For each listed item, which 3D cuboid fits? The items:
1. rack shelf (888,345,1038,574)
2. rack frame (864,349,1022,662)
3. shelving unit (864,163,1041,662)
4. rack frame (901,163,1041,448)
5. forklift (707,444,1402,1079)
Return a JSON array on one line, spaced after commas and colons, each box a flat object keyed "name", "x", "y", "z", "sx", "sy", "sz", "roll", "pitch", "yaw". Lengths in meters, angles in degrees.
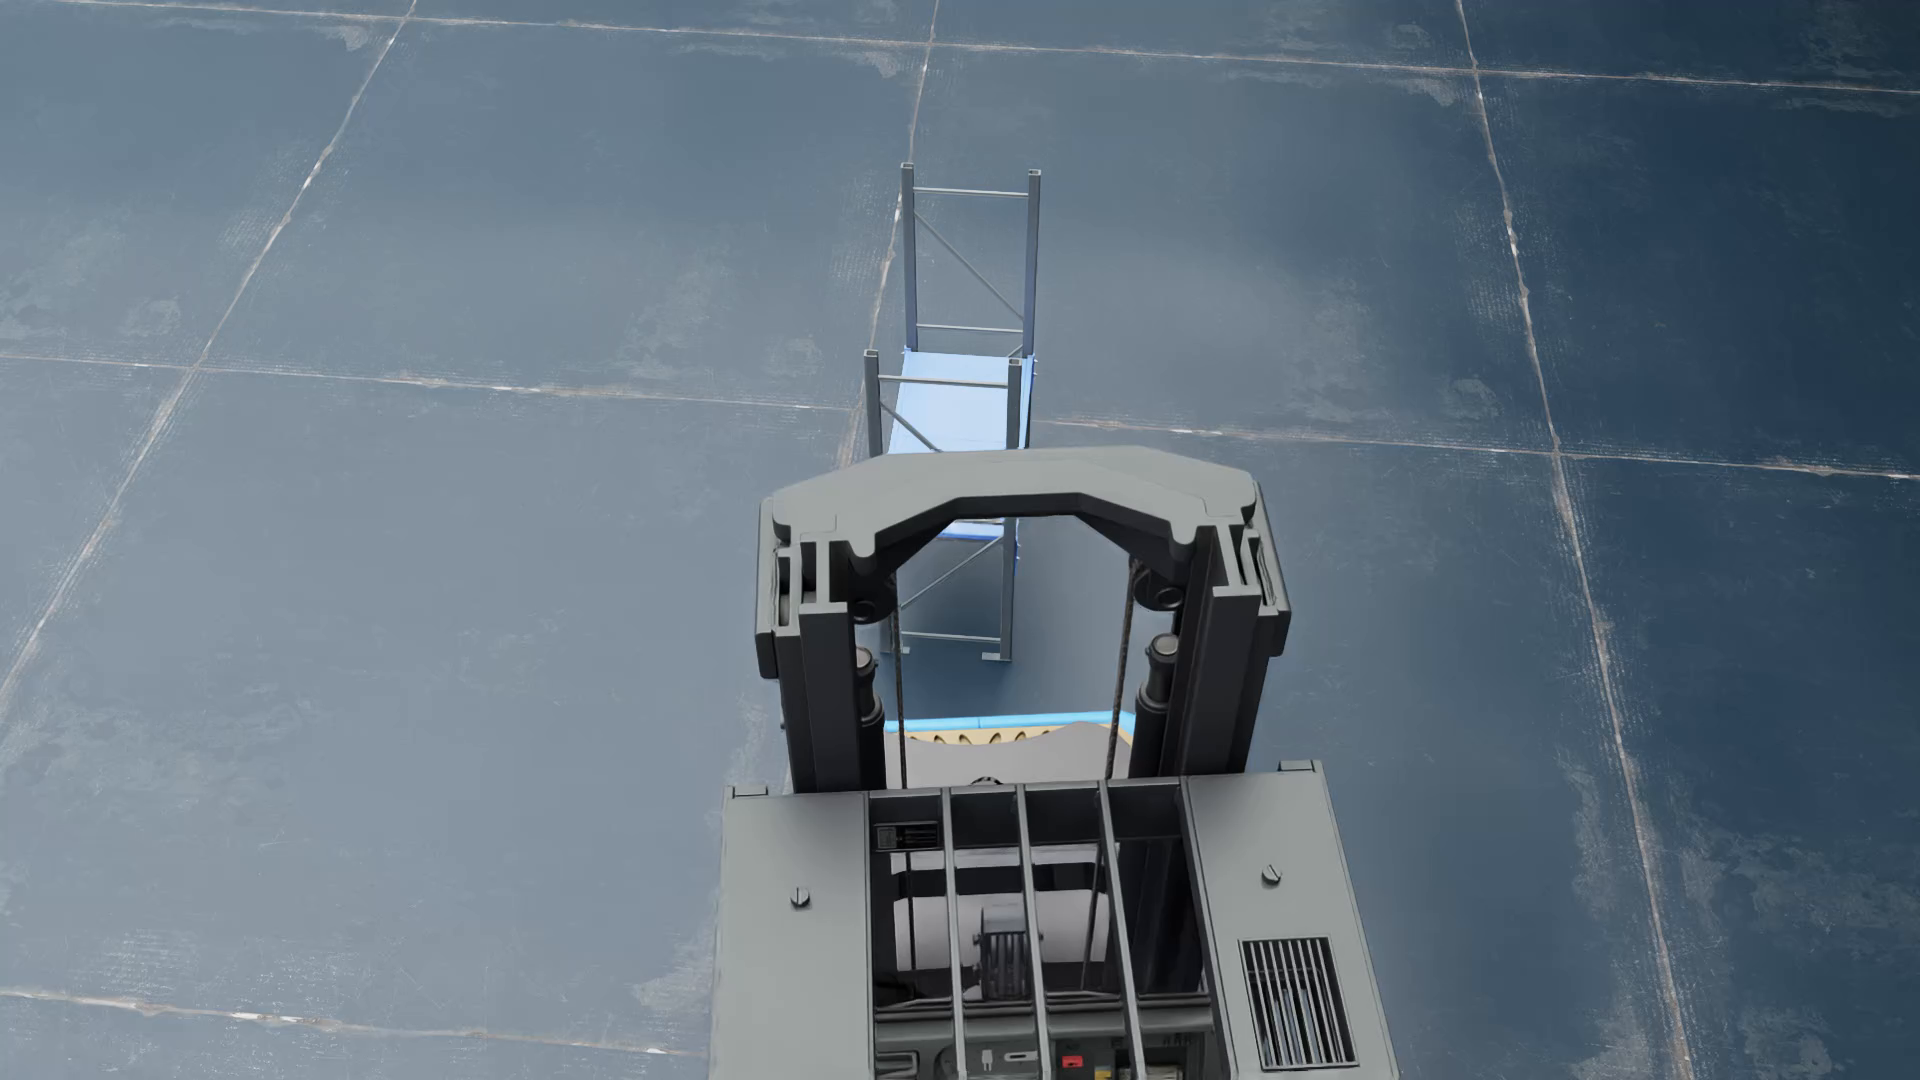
[{"name": "rack shelf", "x": -0.008, "y": -0.322, "z": 6.272, "sx": 0.538, "sy": 0.185, "sz": 1.000, "roll": 4, "pitch": 48, "yaw": 4}, {"name": "rack frame", "x": -0.054, "y": -0.070, "z": 5.798, "sx": 0.500, "sy": 1.500, "sz": 0.032, "roll": 4, "pitch": 48, "yaw": 4}, {"name": "shelving unit", "x": -0.008, "y": -0.443, "z": 6.139, "sx": 0.538, "sy": 1.500, "sz": 1.048, "roll": 4, "pitch": 48, "yaw": 4}, {"name": "rack frame", "x": 0.039, "y": -0.817, "z": 6.481, "sx": 0.500, "sy": 1.500, "sz": 0.032, "roll": 4, "pitch": 48, "yaw": 4}, {"name": "forklift", "x": 0.134, "y": 1.337, "z": 3.541, "sx": 1.130, "sy": 2.935, "sz": 3.031, "roll": -2, "pitch": 48, "yaw": -2}]
